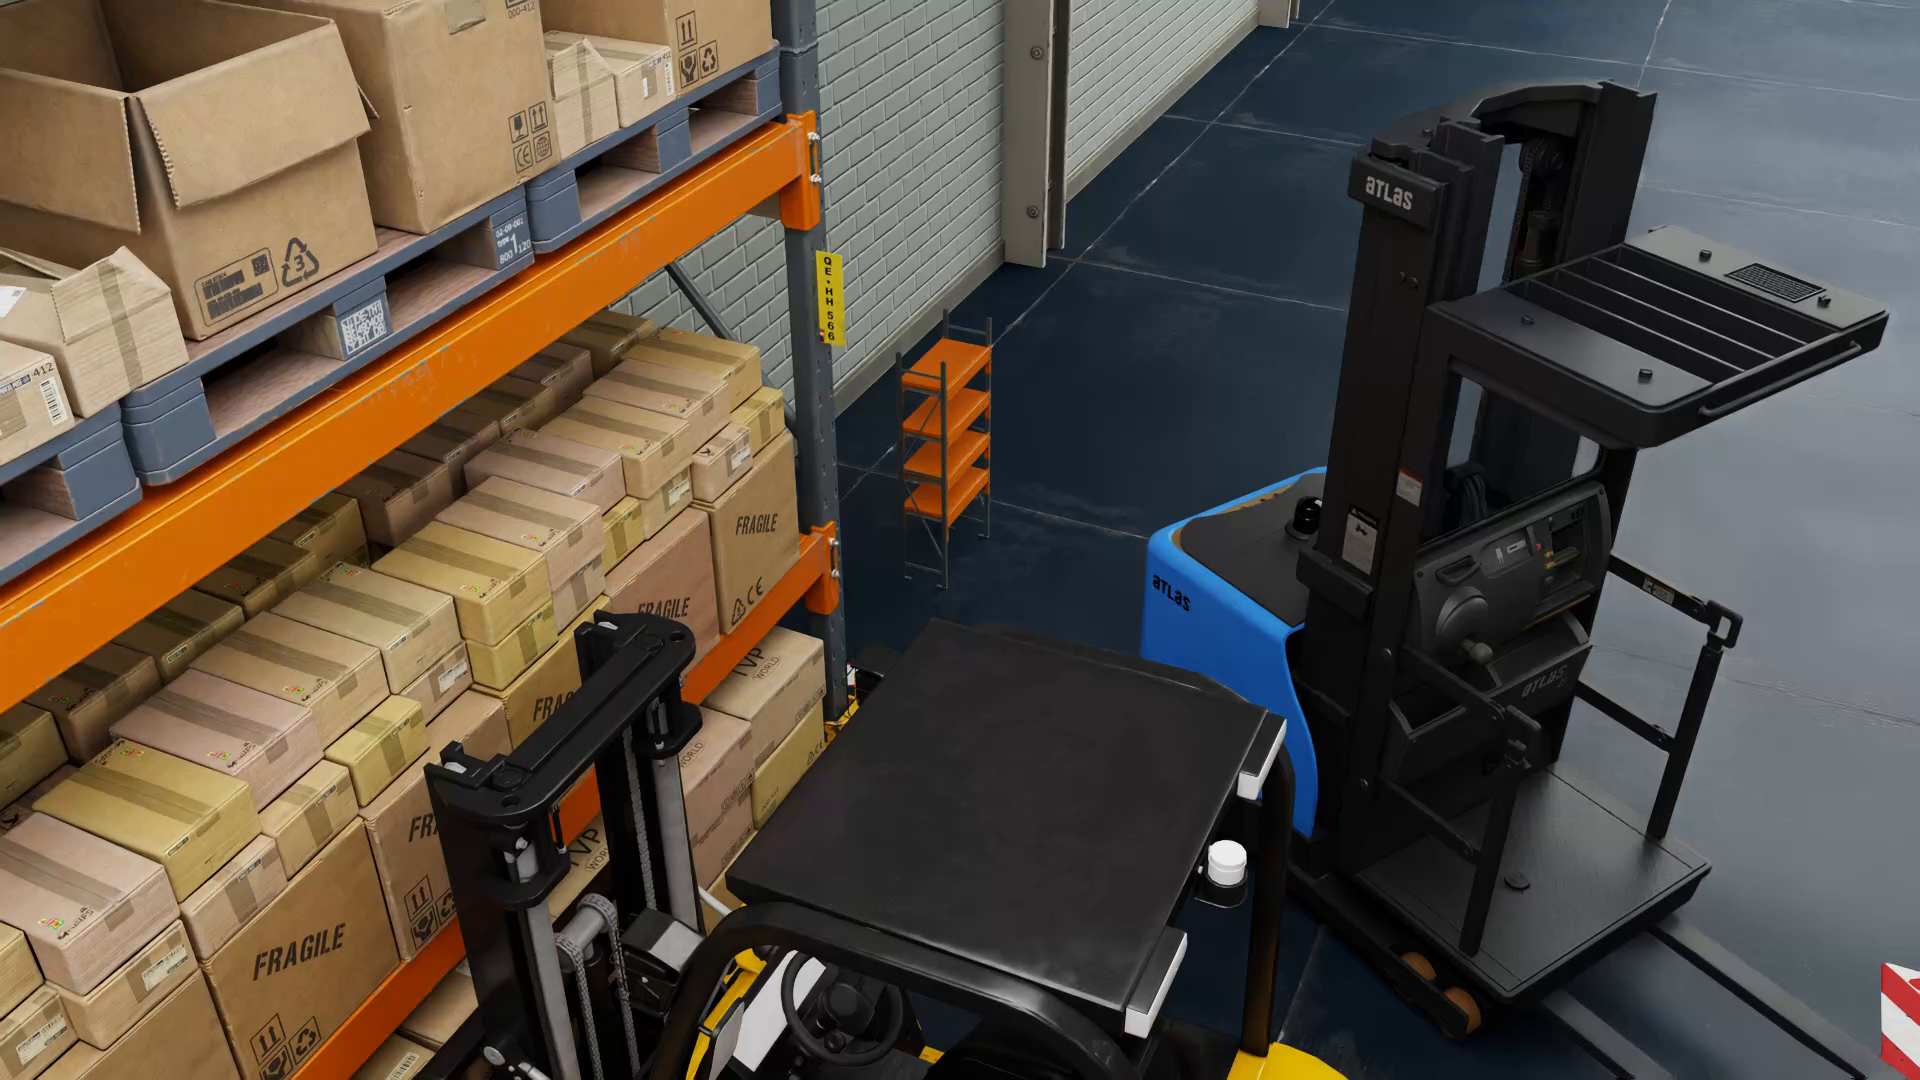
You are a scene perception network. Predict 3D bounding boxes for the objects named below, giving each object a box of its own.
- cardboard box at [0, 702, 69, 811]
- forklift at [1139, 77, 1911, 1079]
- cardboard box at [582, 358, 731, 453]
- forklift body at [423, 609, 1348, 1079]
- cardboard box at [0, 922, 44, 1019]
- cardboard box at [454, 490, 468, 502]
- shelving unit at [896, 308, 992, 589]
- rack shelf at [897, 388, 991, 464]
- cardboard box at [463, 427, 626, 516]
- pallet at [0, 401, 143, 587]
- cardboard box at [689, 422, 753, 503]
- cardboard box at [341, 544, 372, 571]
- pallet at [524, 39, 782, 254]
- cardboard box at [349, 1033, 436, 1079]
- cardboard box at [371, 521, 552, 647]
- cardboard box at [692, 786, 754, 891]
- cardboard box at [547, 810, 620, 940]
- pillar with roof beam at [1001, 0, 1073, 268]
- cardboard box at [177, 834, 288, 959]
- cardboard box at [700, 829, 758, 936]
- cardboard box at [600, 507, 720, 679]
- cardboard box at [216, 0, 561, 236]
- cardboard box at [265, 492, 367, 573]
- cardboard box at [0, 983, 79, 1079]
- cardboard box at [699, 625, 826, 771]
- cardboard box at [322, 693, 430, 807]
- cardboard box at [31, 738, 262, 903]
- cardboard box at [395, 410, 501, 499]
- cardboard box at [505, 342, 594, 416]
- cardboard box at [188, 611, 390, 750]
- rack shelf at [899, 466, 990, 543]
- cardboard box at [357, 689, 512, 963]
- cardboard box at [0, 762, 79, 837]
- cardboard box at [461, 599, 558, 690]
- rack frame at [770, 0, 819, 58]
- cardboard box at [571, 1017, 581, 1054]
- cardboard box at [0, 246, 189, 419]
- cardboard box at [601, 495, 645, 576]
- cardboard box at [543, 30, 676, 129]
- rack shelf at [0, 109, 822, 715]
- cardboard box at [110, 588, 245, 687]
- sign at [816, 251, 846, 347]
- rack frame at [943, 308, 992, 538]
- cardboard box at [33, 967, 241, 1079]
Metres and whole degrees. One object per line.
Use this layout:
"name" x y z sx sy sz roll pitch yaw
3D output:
"cardboard box" -2.311 0.476 3.835 0.380 0.149 0.250 14 36 20
"forklift" 1.943 0.167 5.323 1.130 2.935 3.031 -20 38 -28
"cardboard box" -0.946 -0.417 5.197 0.380 0.149 0.250 14 36 21
"forklift body" -0.049 1.381 4.182 2.313 2.155 1.214 14 36 20
"cardboard box" -2.057 0.848 3.268 0.380 0.149 0.250 14 36 20
"cardboard box" -1.615 -0.158 5.073 0.380 0.149 0.250 13 35 19
"shelving unit" -0.069 -0.419 7.795 0.258 1.200 0.503 14 36 20
"rack shelf" -0.069 -0.550 7.709 0.258 0.148 0.480 14 36 20
"cardboard box" -1.203 -0.174 4.825 0.380 0.149 0.250 14 36 21
"pallet" -2.253 0.008 2.848 1.003 0.211 1.213 14 36 20
"cardboard box" -0.883 -0.278 5.256 0.380 0.149 0.250 15 36 21
"cardboard box" -1.893 0.084 4.704 0.380 0.149 0.250 15 36 22
"pallet" -1.232 -1.208 4.701 1.003 0.211 1.213 14 36 20
"cardboard box" -1.678 1.540 4.378 0.500 0.250 0.500 15 36 22
"cardboard box" -1.314 0.111 4.390 0.380 0.149 0.250 15 36 21
"cardboard box" -1.052 0.990 5.673 0.500 0.250 0.500 14 36 20
"cardboard box" -1.232 1.030 5.157 0.500 0.250 0.500 15 36 21
"pillar with roof beam" 4.398 -4.706 7.220 9.100 9.000 0.400 14 36 20
"cardboard box" -1.742 0.743 3.699 0.380 0.149 0.250 14 36 20
"cardboard box" -1.039 1.190 5.825 0.500 0.250 0.500 14 36 20
"cardboard box" -1.106 0.183 5.144 0.500 0.500 0.500 15 36 22
"cardboard box" -1.396 -1.087 3.871 0.700 0.500 0.500 14 36 21
"cardboard box" -1.889 -0.033 4.611 0.380 0.149 0.250 13 36 19
"cardboard box" -2.023 0.979 3.339 0.380 0.149 0.250 14 36 20
"cardboard box" -0.822 0.521 5.933 0.500 0.250 0.500 15 36 22
"cardboard box" -1.549 0.479 4.102 0.380 0.149 0.250 13 36 20
"cardboard box" -1.772 0.607 3.634 0.380 0.149 0.250 14 36 20
"cardboard box" -1.602 -0.278 4.985 0.380 0.149 0.250 14 36 21
"cardboard box" -1.415 -0.538 5.380 0.380 0.149 0.250 15 36 22
"cardboard box" -1.628 0.340 4.043 0.380 0.149 0.250 14 36 21
"rack shelf" -0.069 -0.197 7.941 0.258 0.148 0.480 14 36 20
"cardboard box" -1.520 0.692 4.369 0.500 0.500 0.500 14 36 21
"cardboard box" -2.231 0.621 3.885 0.380 0.149 0.250 15 36 22
"cardboard box" -1.318 0.232 4.478 0.380 0.149 0.250 14 36 21
"rack frame" -0.913 -2.845 4.383 1.000 3.000 0.127 14 36 20
"cardboard box" -1.462 1.500 4.895 0.500 0.250 0.500 14 36 20
"cardboard box" -1.689 -0.429 3.082 0.396 0.266 0.258 13 36 19
"cardboard box" -1.161 -0.042 4.896 0.380 0.149 0.250 14 36 20
"cardboard box" -0.984 -1.221 4.396 0.380 0.149 0.250 13 35 19
"rack shelf" -1.749 -0.294 3.883 1.077 0.370 4.000 14 36 20
"cardboard box" -2.028 0.241 4.194 0.380 0.149 0.250 15 36 22
"sign" -0.426 -0.788 5.445 0.100 0.325 0.005 14 36 20
"rack frame" 0.033 -0.541 7.981 0.240 1.200 0.015 14 36 20
"cardboard box" -1.961 1.190 3.609 0.500 0.500 0.500 15 36 21
